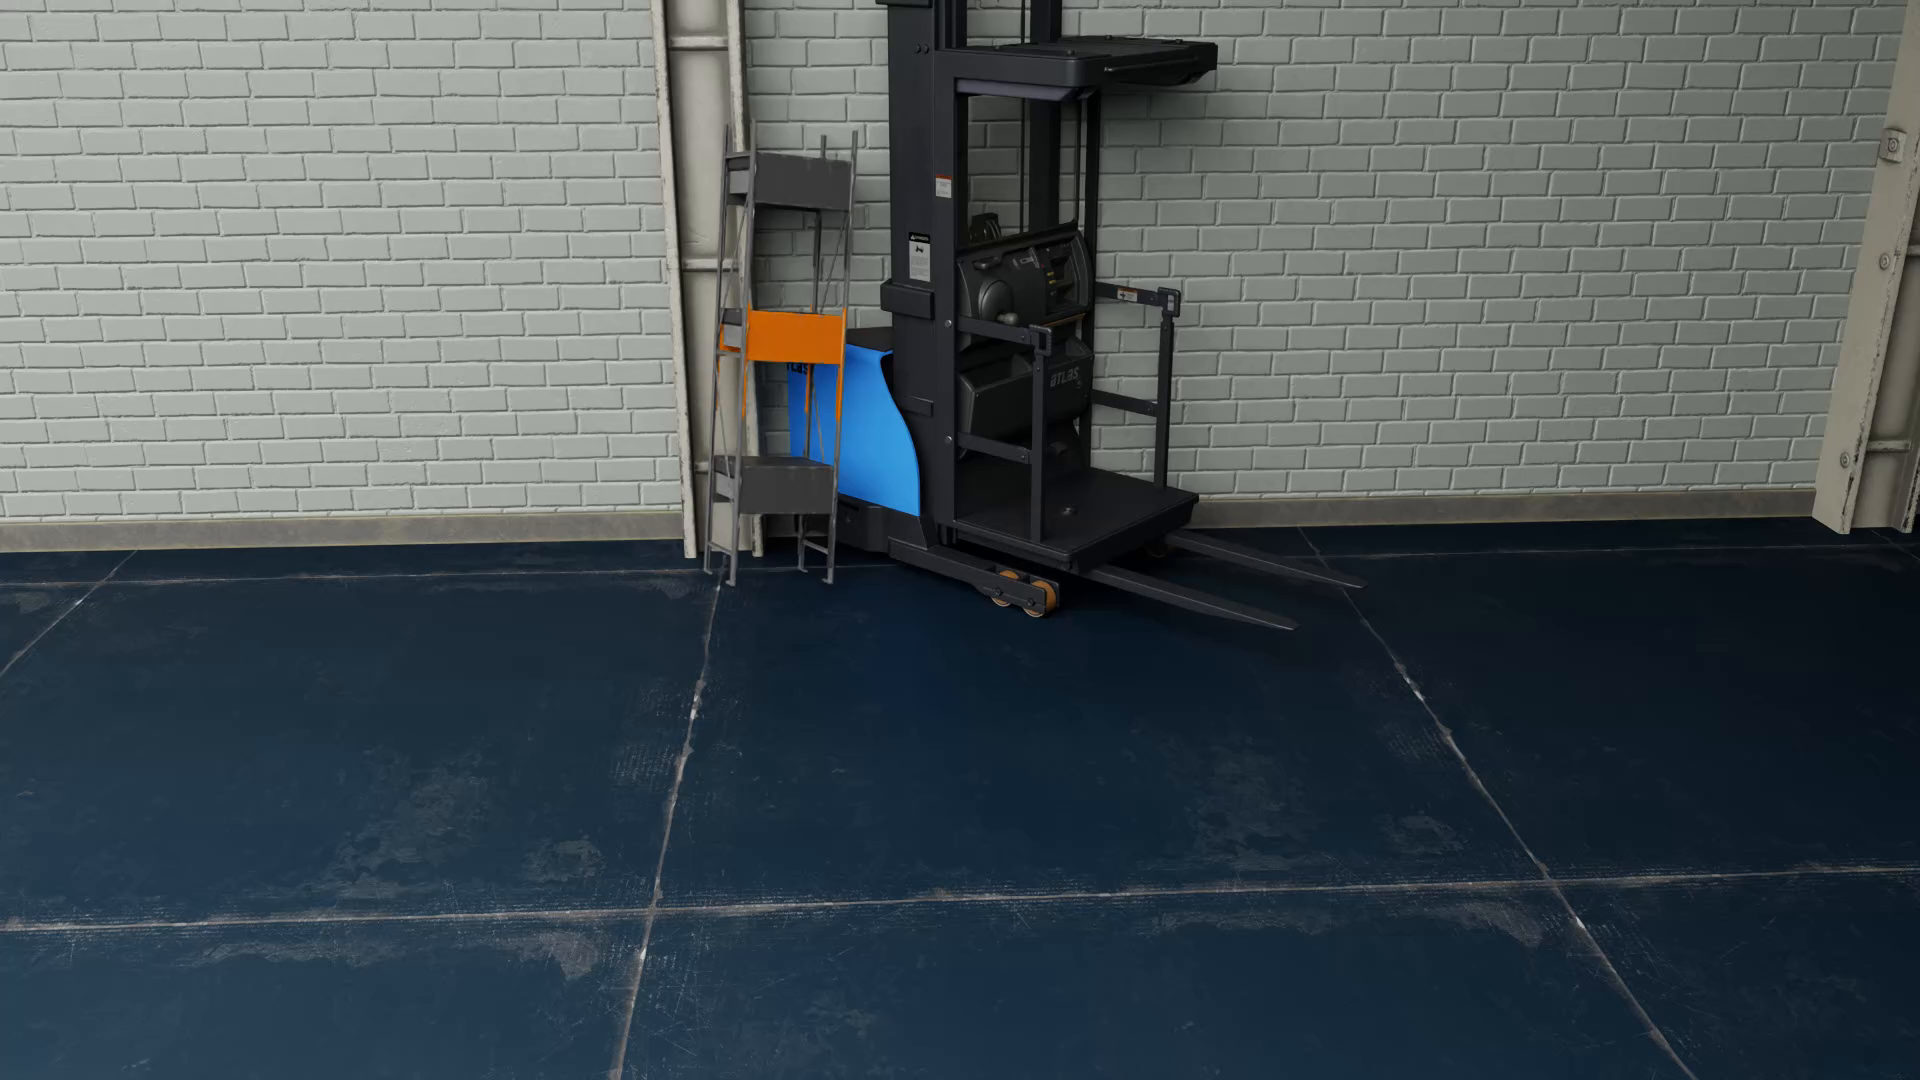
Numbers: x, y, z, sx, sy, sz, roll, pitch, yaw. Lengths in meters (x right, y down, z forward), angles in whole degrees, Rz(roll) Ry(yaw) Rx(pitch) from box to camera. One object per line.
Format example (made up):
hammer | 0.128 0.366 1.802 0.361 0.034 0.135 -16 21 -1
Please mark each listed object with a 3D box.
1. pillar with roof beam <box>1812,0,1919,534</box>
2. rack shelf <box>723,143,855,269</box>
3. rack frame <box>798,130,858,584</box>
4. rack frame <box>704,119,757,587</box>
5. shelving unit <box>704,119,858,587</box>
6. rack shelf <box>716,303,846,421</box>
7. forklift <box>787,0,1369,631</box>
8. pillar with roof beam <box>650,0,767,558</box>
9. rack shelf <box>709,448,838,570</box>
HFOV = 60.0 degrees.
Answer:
pillar with roof beam | 5.039 -2.766 3.240 0.400 9.000 9.100 -1 21 -3
rack shelf | -0.802 -1.534 7.678 0.480 0.518 0.431 -1 10 -28
rack frame | -0.632 -0.859 7.892 0.015 2.100 0.400 -1 10 -28
rack frame | -1.063 -0.854 7.664 0.015 2.100 0.400 -1 10 -28
shelving unit | -0.847 -0.857 7.778 0.503 2.100 0.431 -1 10 -28
rack shelf | -0.848 -0.843 7.780 0.480 0.518 0.431 -1 10 -28
forklift | 0.475 -1.224 7.718 3.031 2.935 1.130 17 27 38
pillar with roof beam | -0.951 -2.644 2.919 0.400 9.000 9.100 -1 21 -3
rack shelf | -0.895 -0.152 7.883 0.480 0.518 0.431 -1 10 -28
